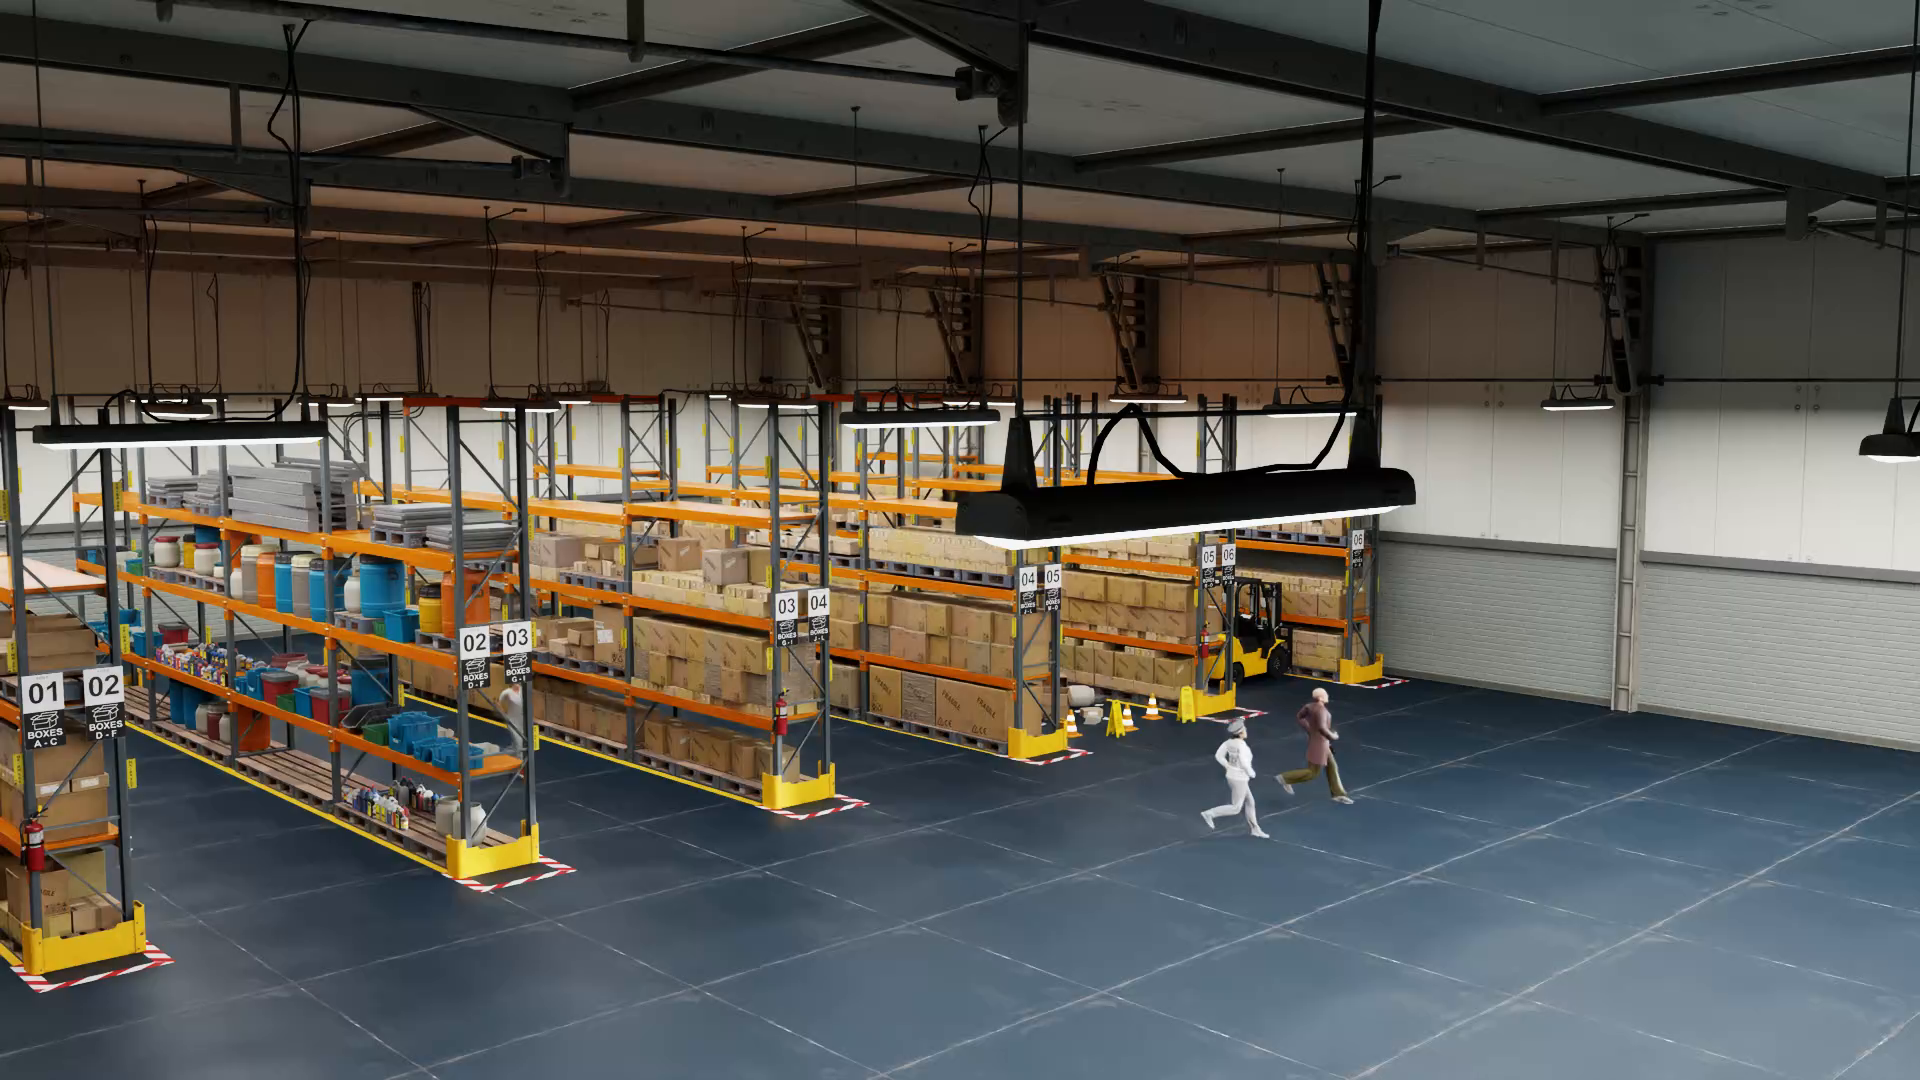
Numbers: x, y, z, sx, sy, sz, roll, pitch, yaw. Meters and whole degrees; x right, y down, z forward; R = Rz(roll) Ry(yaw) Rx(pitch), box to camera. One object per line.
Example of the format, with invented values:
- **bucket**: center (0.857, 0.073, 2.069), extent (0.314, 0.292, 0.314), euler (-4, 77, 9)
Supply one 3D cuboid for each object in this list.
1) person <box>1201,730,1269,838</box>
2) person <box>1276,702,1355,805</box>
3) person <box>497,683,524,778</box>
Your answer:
- **person**: center (3.788, 3.339, 22.833), extent (1.041, 1.643, 0.590), euler (-1, 6, -12)
- **person**: center (5.295, 3.185, 24.703), extent (1.203, 1.579, 0.678), euler (0, 6, 2)
- **person**: center (-7.072, 2.913, 26.507), extent (0.562, 1.665, 0.891), euler (-5, 8, -44)
